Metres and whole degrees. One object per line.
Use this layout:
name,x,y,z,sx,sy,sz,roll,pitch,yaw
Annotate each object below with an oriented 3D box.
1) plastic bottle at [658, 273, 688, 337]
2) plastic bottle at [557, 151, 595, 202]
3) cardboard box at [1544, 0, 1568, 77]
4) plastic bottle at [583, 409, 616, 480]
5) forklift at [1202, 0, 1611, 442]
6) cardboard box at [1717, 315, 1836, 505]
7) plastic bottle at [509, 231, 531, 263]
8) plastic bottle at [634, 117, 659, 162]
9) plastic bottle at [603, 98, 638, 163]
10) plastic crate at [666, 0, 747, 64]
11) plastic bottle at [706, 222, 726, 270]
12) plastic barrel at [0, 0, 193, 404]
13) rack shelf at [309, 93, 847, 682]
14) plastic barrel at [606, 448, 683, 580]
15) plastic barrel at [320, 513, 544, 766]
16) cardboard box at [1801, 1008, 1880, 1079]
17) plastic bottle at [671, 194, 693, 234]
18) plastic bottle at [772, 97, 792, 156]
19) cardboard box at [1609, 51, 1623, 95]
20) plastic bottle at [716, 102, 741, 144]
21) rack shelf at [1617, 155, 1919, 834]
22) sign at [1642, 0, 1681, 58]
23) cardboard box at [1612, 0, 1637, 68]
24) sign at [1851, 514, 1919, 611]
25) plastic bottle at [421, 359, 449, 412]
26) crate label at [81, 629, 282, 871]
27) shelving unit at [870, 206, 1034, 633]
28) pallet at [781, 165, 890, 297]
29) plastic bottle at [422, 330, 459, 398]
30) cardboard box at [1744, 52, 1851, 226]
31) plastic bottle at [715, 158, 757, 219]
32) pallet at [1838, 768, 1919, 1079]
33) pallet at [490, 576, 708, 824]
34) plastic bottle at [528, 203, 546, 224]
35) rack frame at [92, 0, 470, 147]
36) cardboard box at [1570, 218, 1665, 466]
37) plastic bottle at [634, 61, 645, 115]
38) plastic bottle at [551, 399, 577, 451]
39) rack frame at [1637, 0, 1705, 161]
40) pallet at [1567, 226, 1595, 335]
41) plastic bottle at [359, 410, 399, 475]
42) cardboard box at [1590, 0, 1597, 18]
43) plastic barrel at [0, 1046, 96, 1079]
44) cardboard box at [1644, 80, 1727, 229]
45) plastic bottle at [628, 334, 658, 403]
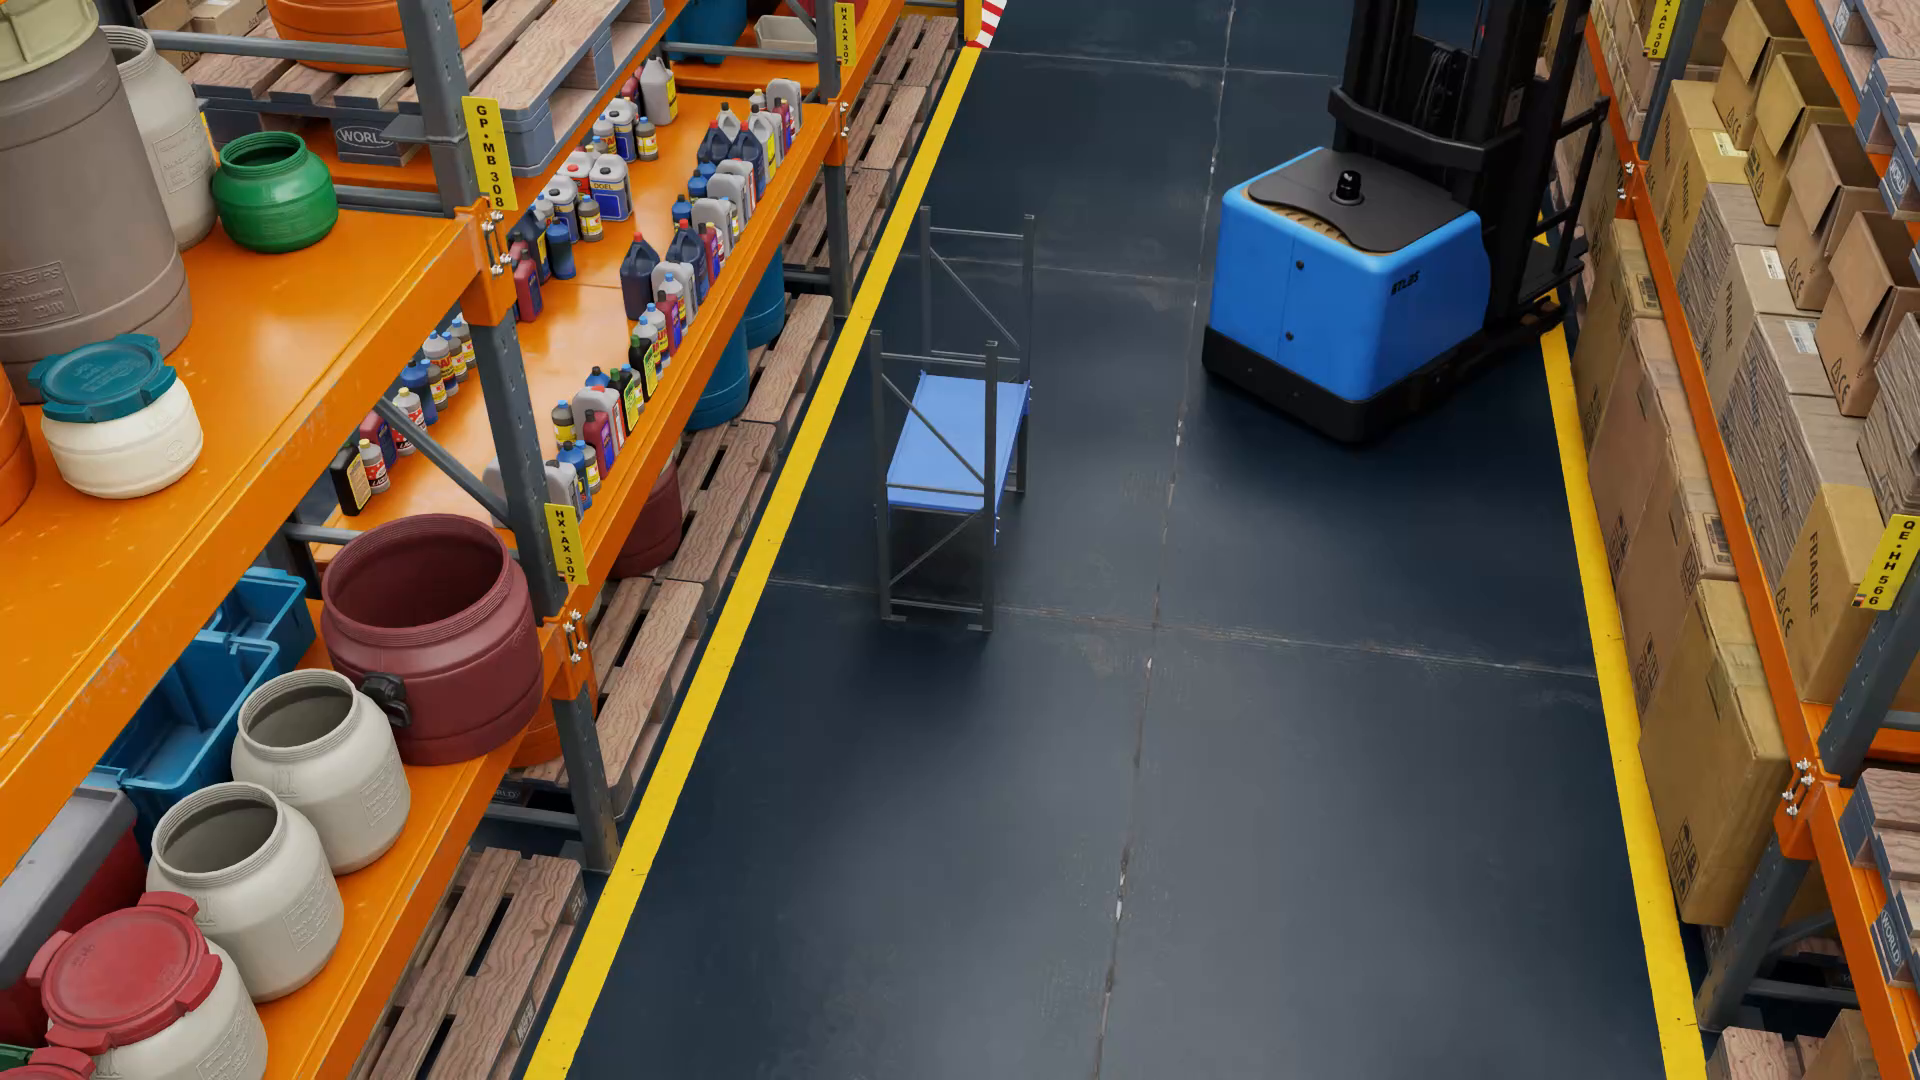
plastic bottle,-1.167,-0.958,6.753,0.097,0.271,0.097,0,40,0
plastic bottle,-1.731,-1.610,7.538,0.152,0.276,0.135,6,40,8
cardboard box,4.424,-3.384,10.924,0.875,0.875,0.875,6,40,8
plastic bottle,-1.312,-0.370,6.031,0.061,0.283,0.133,6,40,8
forklift,2.725,-2.429,8.485,3.031,2.935,1.130,-30,48,-31
cardboard box,3.091,-0.445,5.953,0.500,0.500,0.500,5,40,6
plastic bottle,-1.845,-1.144,6.968,0.061,0.283,0.133,6,40,8
plastic bottle,-1.508,-1.931,7.984,0.097,0.201,0.097,0,40,0
plastic bottle,-1.634,-1.962,7.963,0.152,0.276,0.135,6,40,8
plastic crate,-1.370,-2.835,8.888,0.392,0.384,0.575,6,40,8
plastic bottle,-1.072,-1.277,7.193,0.097,0.201,0.097,0,40,0
plastic barrel,-2.163,-0.835,3.755,0.600,0.901,0.600,0,40,0
rack shelf,-1.461,-0.955,7.213,1.077,0.370,4.000,6,40,8
plastic barrel,-1.544,-0.227,7.331,0.600,0.588,0.708,6,40,8
plastic barrel,-1.589,0.295,5.029,0.600,0.536,0.708,6,40,8
cardboard box,2.975,1.785,4.950,0.700,0.500,0.500,4,40,5
plastic bottle,-1.205,-1.381,7.265,0.097,0.271,0.097,0,40,0
plastic bottle,-0.860,-2.010,8.015,0.061,0.283,0.133,6,40,8
cardboard box,3.582,-2.395,8.587,0.380,0.149,0.250,6,40,7
plastic bottle,-1.094,-1.872,7.795,0.144,0.351,0.185,6,40,8
rack shelf,3.417,-0.409,6.552,1.077,0.370,4.000,6,40,8
sign,3.216,-2.366,7.613,0.100,0.325,0.005,6,40,8
cardboard box,3.668,-2.629,8.557,0.500,0.250,0.500,8,40,9
sign,2.524,0.063,4.507,0.100,0.325,0.005,6,40,8
plastic bottle,-2.029,-0.600,6.375,0.097,0.201,0.097,0,40,0
crate label,-2.245,0.603,4.736,0.502,0.435,0.616,6,40,8
shelving unit,-0.015,-0.524,7.304,0.538,1.500,1.048,6,40,8
pallet,-1.026,-1.879,9.954,1.003,0.211,1.213,6,40,8
plastic bottle,-2.012,-0.688,6.426,0.097,0.271,0.097,0,40,0
cardboard box,3.531,-1.535,6.484,0.797,0.503,0.637,7,40,8
plastic bottle,-1.015,-1.611,7.539,0.152,0.276,0.135,6,40,8
pallet,3.053,1.102,4.311,1.213,0.211,1.003,6,40,8
pallet,-1.712,0.598,6.958,1.003,0.211,1.213,6,40,8
plastic bottle,-1.835,-1.332,7.205,0.097,0.271,0.097,0,40,0
rack frame,-1.807,-2.289,3.554,1.000,3.000,0.127,6,40,8
cardboard box,3.672,-0.881,7.896,1.225,0.875,0.875,7,40,8
plastic bottle,-1.599,-2.260,8.317,0.061,0.283,0.133,6,40,8
plastic bottle,-1.460,-0.429,6.168,0.097,0.201,0.097,0,40,0
rack frame,3.763,-1.942,7.841,1.000,3.000,0.127,6,40,8
pallet,3.972,-1.335,9.296,1.003,0.211,1.213,6,40,8
plastic bottle,-2.117,-0.378,6.042,0.061,0.283,0.133,6,40,8
cardboard box,3.761,-3.038,9.365,0.380,0.149,0.250,7,40,8
plastic barrel,-1.991,1.444,3.640,0.433,0.535,0.433,0,40,0
cardboard box,3.437,-1.719,7.493,0.500,0.500,0.500,7,40,8
plastic bottle,-1.226,-0.683,6.410,0.061,0.283,0.133,6,40,8
